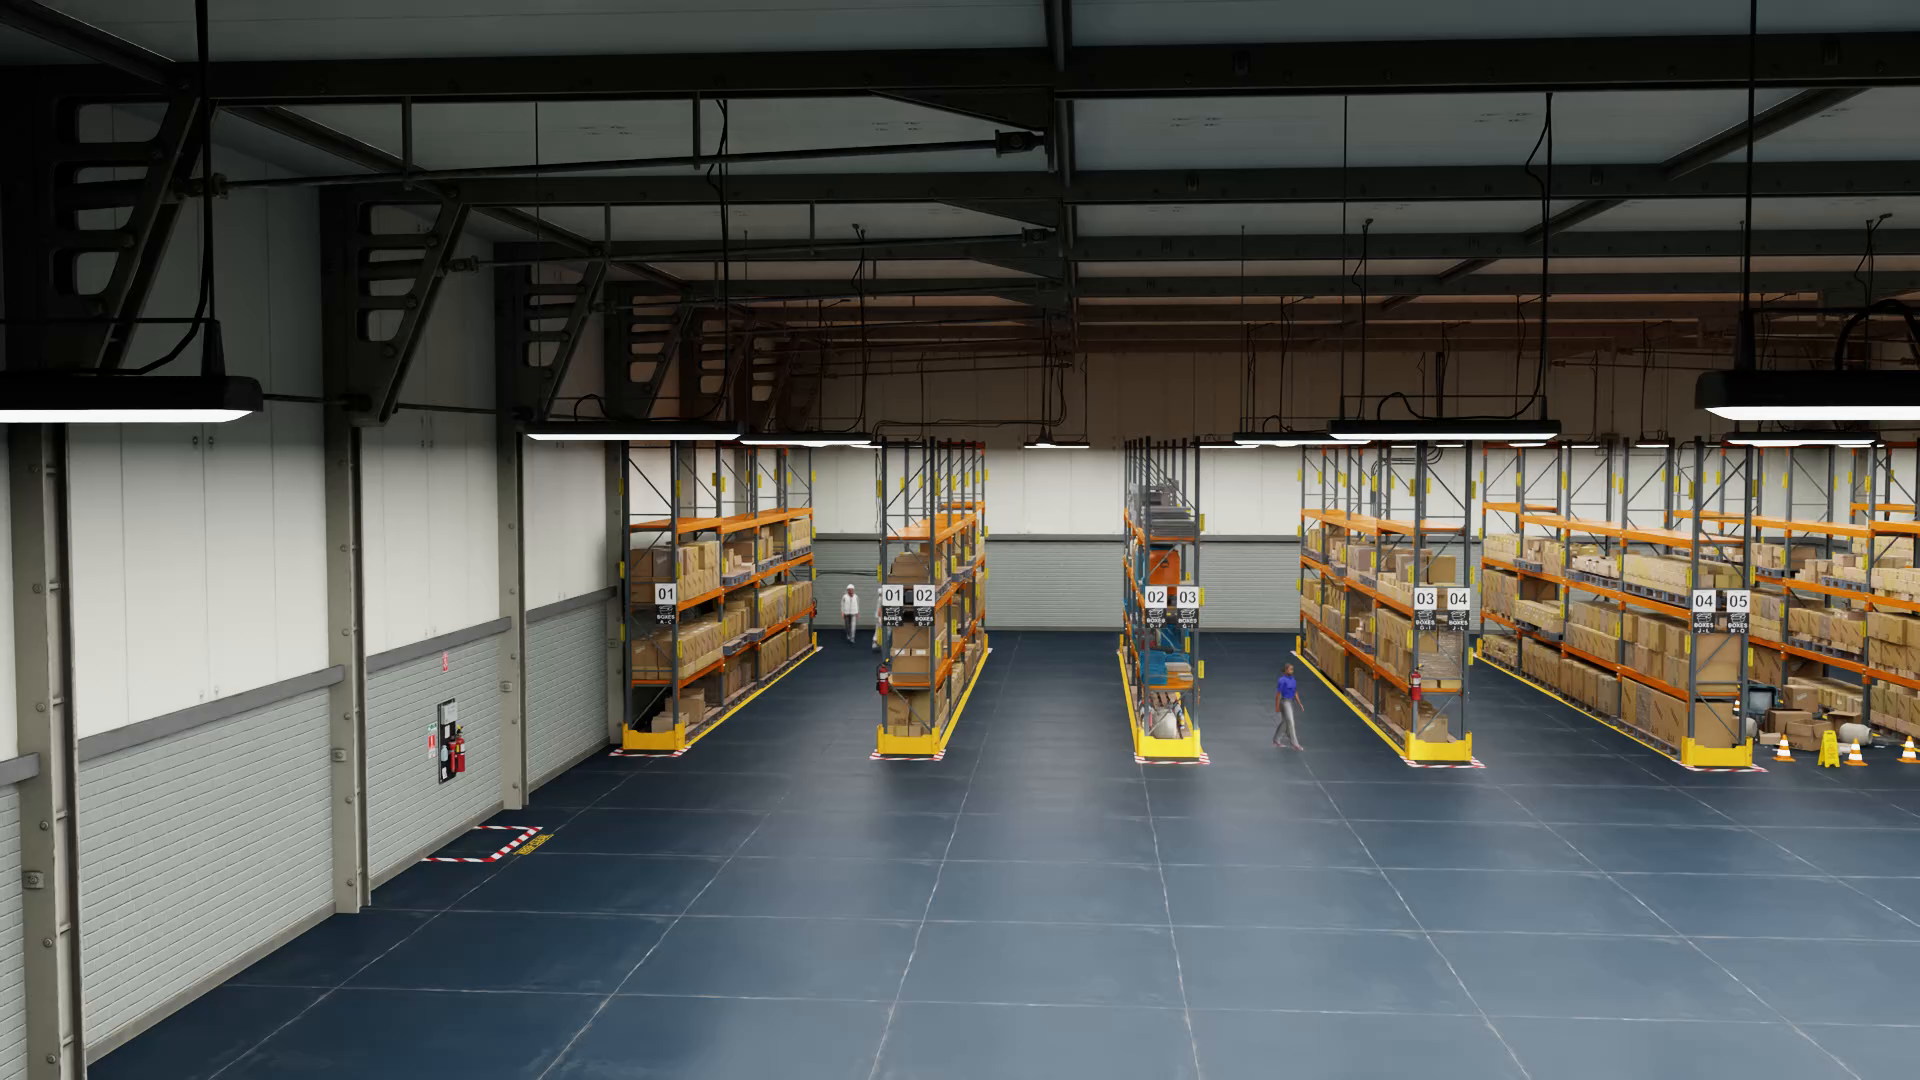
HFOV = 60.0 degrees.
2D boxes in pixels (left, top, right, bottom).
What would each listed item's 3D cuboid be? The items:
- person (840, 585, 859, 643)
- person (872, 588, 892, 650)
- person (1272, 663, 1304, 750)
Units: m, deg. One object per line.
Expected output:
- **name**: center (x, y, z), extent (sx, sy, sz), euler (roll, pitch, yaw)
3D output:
- **person**: center (-3.302, 2.196, 49.811), extent (0.550, 1.719, 1.084), euler (0, 3, 1)
- **person**: center (-2.272, 2.284, 47.742), extent (0.553, 1.801, 0.539), euler (-2, 3, -27)
- **person**: center (6.336, 3.189, 31.905), extent (0.815, 1.615, 0.527), euler (2, 4, 39)
